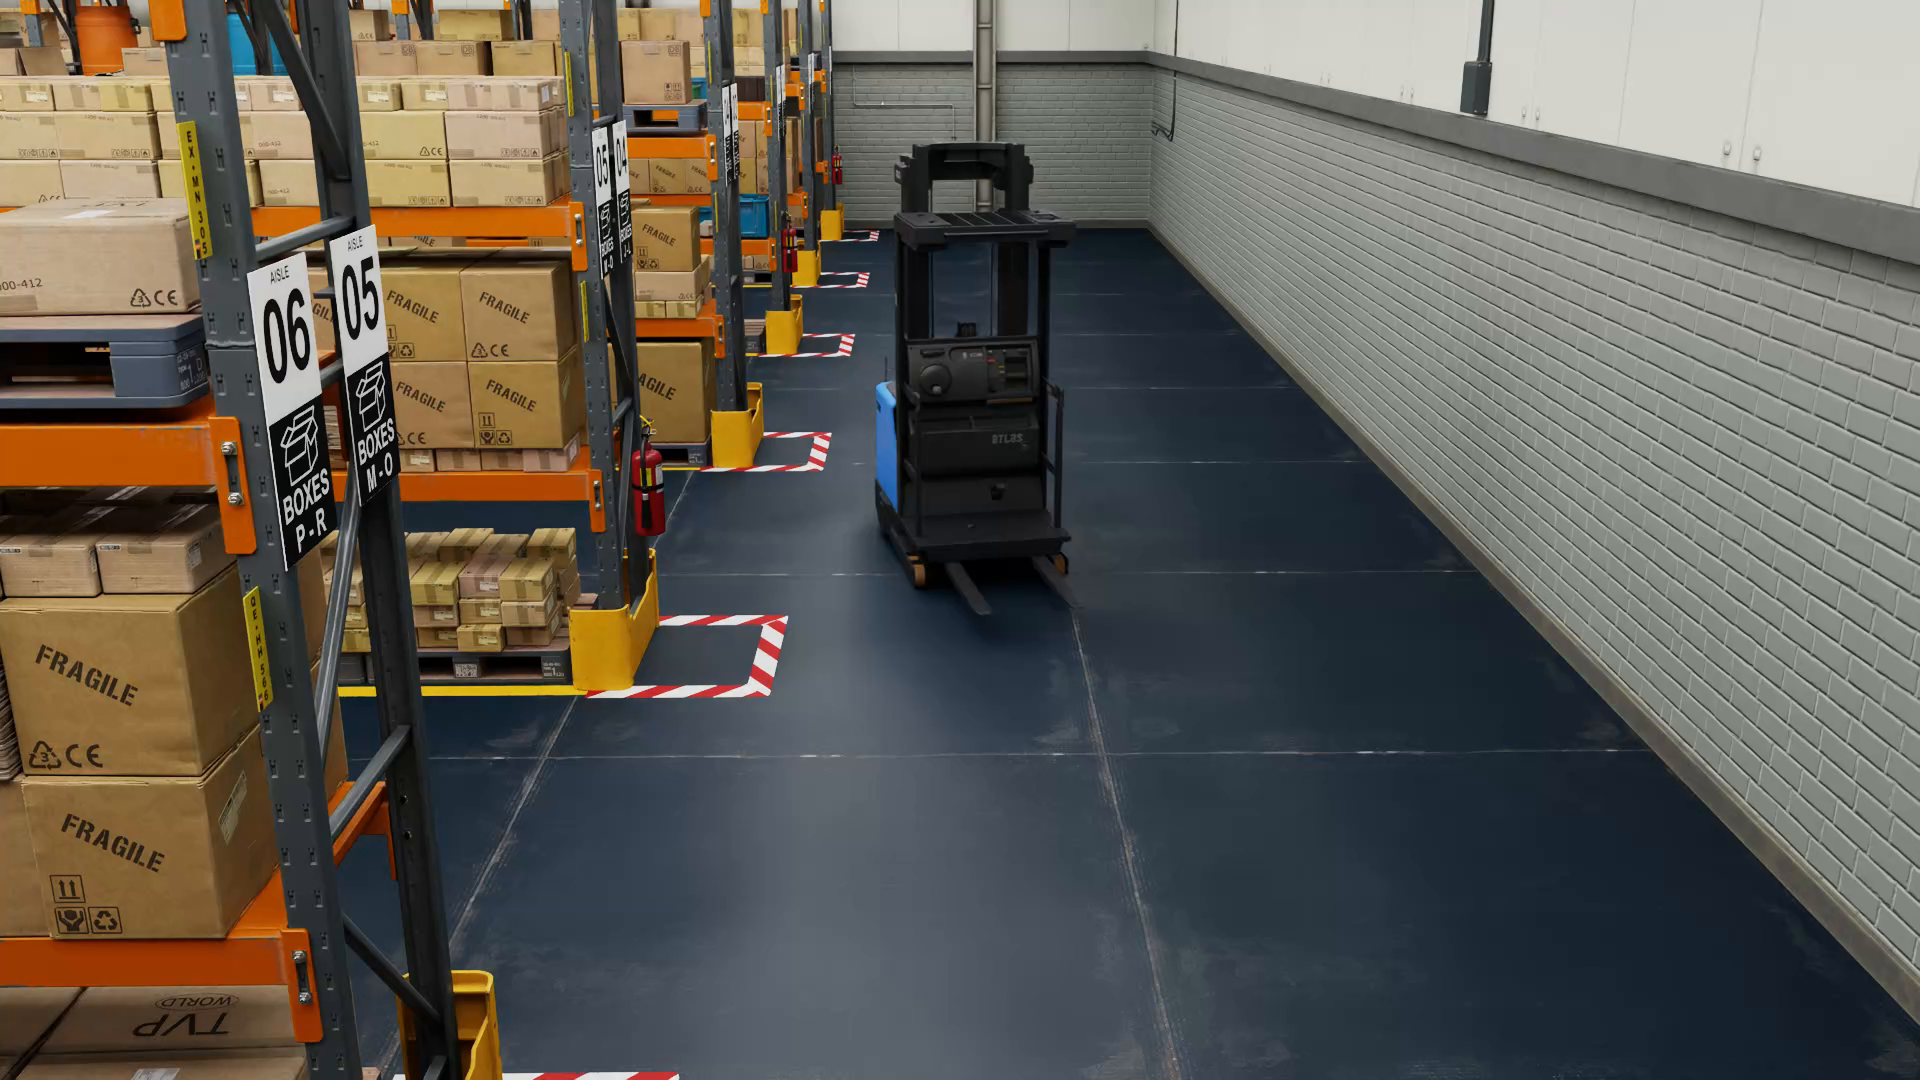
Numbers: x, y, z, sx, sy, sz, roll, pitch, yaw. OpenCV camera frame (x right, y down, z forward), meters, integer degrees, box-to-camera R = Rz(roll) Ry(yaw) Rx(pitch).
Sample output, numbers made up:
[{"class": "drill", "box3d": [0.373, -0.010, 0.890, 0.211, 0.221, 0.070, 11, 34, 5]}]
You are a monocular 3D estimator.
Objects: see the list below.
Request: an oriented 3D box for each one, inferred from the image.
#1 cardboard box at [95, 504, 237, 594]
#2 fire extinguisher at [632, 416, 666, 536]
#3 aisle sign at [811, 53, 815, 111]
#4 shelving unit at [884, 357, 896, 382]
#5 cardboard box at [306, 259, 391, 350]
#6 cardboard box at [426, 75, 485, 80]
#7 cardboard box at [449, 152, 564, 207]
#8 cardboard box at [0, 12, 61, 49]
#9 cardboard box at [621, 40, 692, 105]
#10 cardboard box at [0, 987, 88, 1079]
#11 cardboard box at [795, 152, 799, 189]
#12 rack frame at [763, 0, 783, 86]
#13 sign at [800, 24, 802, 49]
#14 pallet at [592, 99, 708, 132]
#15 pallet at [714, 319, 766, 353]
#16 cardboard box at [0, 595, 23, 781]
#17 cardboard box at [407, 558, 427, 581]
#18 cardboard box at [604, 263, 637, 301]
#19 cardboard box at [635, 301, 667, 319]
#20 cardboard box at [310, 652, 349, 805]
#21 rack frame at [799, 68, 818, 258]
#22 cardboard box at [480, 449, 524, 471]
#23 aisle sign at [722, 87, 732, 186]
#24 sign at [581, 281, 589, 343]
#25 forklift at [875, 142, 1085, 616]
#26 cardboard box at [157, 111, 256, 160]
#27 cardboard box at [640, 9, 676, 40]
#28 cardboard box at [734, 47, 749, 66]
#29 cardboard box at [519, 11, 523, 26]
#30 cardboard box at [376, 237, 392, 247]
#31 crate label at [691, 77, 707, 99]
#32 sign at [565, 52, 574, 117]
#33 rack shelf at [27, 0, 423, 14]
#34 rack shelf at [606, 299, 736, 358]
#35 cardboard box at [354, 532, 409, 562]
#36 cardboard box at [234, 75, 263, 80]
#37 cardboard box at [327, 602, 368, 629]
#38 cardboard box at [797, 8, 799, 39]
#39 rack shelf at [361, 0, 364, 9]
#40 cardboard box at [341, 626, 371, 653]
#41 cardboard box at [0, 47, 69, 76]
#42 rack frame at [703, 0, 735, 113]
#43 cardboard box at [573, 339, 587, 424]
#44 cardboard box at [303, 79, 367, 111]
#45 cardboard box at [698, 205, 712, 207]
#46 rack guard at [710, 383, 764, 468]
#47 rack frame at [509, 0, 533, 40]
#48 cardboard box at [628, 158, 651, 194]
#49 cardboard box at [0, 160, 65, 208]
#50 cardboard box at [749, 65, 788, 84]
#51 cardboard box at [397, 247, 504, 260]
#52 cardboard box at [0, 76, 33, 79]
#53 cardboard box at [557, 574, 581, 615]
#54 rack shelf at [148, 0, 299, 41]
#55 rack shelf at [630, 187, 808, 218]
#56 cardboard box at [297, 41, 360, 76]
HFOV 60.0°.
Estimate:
[{"class": "cardboard box", "box3d": [-2.223, 0.021, 4.709, 0.250, 0.149, 0.380, 0, 18, 0]}, {"class": "fire extinguisher", "box3d": [-1.787, -0.367, 9.517, 0.183, 0.674, 0.296, 0, 18, -1]}, {"class": "aisle sign", "box3d": [-2.113, -6.589, 23.922, 0.004, 0.787, 0.394, 0, 18, -1]}, {"class": "shelving unit", "box3d": [-0.455, -0.859, 13.250, 0.258, 1.200, 0.189, 15, 22, 39]}, {"class": "cardboard box", "box3d": [-3.527, -1.300, 9.402, 0.500, 0.500, 0.500, 1, 18, 2]}, {"class": "cardboard box", "box3d": [-2.902, -2.599, 9.601, 0.250, 0.149, 0.380, 0, 18, -1]}, {"class": "cardboard box", "box3d": [-2.497, -1.995, 9.189, 0.500, 0.250, 0.500, -1, 18, -2]}, {"class": "cardboard box", "box3d": [-12.989, -7.118, 23.247, 0.500, 0.500, 0.500, 1, 18, 4]}, {"class": "cardboard box", "box3d": [-2.543, -3.941, 13.995, 0.500, 0.500, 0.700, -1, 18, -4]}, {"class": "cardboard box", "box3d": [-3.441, 1.851, 5.372, 0.875, 0.438, 0.875, 0, 18, 1]}, {"class": "cardboard box", "box3d": [-2.624, -5.388, 24.268, 0.500, 0.500, 0.500, 0, 18, 0]}, {"class": "rack frame", "box3d": [-2.102, -6.605, 18.406, 0.127, 3.000, 1.000, 0, 18, -1]}, {"class": "sign", "box3d": [-2.188, -6.942, 22.917, 0.005, 0.325, 0.100, 0, 18, -1]}, {"class": "pallet", "box3d": [-2.765, -3.615, 14.141, 1.213, 0.211, 1.003, 0, 18, -1]}, {"class": "pallet", "box3d": [-2.927, -2.429, 19.773, 1.213, 0.211, 1.003, 0, 18, -1]}, {"class": "cardboard box", "box3d": [-2.868, 0.354, 4.734, 0.500, 0.500, 0.500, 0, 18, -1]}, {"class": "cardboard box", "box3d": [-3.341, 0.239, 9.897, 0.250, 0.149, 0.380, -1, 18, -3]}, {"class": "cardboard box", "box3d": [-3.011, -2.221, 14.318, 0.500, 0.250, 0.500, -1, 18, -2]}, {"class": "cardboard box", "box3d": [-2.635, -2.012, 14.321, 0.250, 0.149, 0.380, 0, 18, 0]}, {"class": "cardboard box", "box3d": [-2.352, 0.658, 5.423, 0.500, 0.500, 0.500, 0, 18, -1]}, {"class": "rack frame", "box3d": [-2.176, -5.262, 24.039, 0.127, 3.000, 1.000, 0, 18, -1]}, {"class": "cardboard box", "box3d": [-2.617, -0.523, 9.680, 0.250, 0.149, 0.380, 0, 18, -1]}, {"class": "aisle sign", "box3d": [-1.947, -3.383, 13.926, 0.004, 0.787, 0.394, 0, 18, -1]}, {"class": "sign", "box3d": [-2.058, -1.253, 9.130, 0.005, 0.325, 0.100, 0, 18, -1]}, {"class": "forklift", "box3d": [0.142, -1.190, 11.459, 1.130, 2.935, 3.031, -4, 18, -11]}, {"class": "cardboard box", "box3d": [-4.031, -2.232, 9.112, 0.500, 0.250, 0.500, -1, 18, -3]}, {"class": "cardboard box", "box3d": [-4.191, -7.221, 23.435, 0.500, 0.500, 0.700, 0, 18, -1]}, {"class": "cardboard box", "box3d": [-3.186, -6.774, 23.269, 0.500, 0.250, 0.500, 0, 18, -1]}, {"class": "cardboard box", "box3d": [-7.140, -8.834, 28.152, 0.500, 0.250, 0.500, 1, 18, 3]}, {"class": "cardboard box", "box3d": [-5.048, -2.568, 14.174, 0.500, 0.500, 0.500, 0, 18, -1]}, {"class": "crate label", "box3d": [-3.030, -5.200, 19.181, 0.502, 0.251, 0.408, 0, 18, -1]}, {"class": "sign", "box3d": [-2.058, -2.401, 8.761, 0.005, 0.325, 0.100, 0, 18, -1]}, {"class": "rack shelf", "box3d": [-8.101, -6.043, 18.487, 4.000, 0.370, 1.077, 0, 18, -1]}, {"class": "rack shelf", "box3d": [-4.024, -1.884, 14.687, 4.000, 0.370, 1.077, 0, 18, -1]}, {"class": "cardboard box", "box3d": [-3.628, 0.077, 10.401, 0.250, 0.149, 0.380, 0, 18, 1]}, {"class": "cardboard box", "box3d": [-4.192, -2.593, 9.583, 0.250, 0.149, 0.380, -1, 18, -2]}, {"class": "cardboard box", "box3d": [-3.607, 0.394, 9.900, 0.250, 0.149, 0.380, 0, 18, 0]}, {"class": "cardboard box", "box3d": [-2.992, -8.806, 28.345, 0.500, 0.500, 0.500, -1, 18, -3]}, {"class": "rack shelf", "box3d": [-8.258, -9.069, 27.920, 4.000, 0.370, 1.077, 0, 18, -1]}, {"class": "cardboard box", "box3d": [-3.591, 0.536, 9.946, 0.250, 0.149, 0.380, -1, 18, -3]}, {"class": "cardboard box", "box3d": [-7.981, -3.891, 14.000, 0.637, 0.503, 0.797, -1, 18, -2]}, {"class": "rack frame", "box3d": [-2.024, -5.093, 13.691, 0.127, 3.000, 1.000, 0, 18, -1]}, {"class": "cardboard box", "box3d": [-2.500, -0.992, 10.079, 0.500, 0.500, 0.500, 1, 18, 2]}, {"class": "cardboard box", "box3d": [-3.396, -2.424, 9.058, 0.250, 0.149, 0.380, -1, 18, -2]}, {"class": "cardboard box", "box3d": [-4.493, -5.740, 28.936, 0.500, 0.500, 0.700, 0, 18, 0]}, {"class": "rack guard", "box3d": [-2.000, -1.046, 14.989, 0.348, 0.500, 1.175, 0, 18, -1]}, {"class": "rack frame", "box3d": [-6.176, -8.099, 23.062, 0.127, 3.000, 1.000, 0, 18, -1]}, {"class": "cardboard box", "box3d": [-4.650, -5.214, 23.728, 0.500, 0.500, 0.500, 0, 18, -1]}, {"class": "cardboard box", "box3d": [-5.078, -1.985, 9.160, 0.500, 0.250, 0.500, -1, 18, -2]}, {"class": "cardboard box", "box3d": [-2.686, -6.535, 23.345, 0.500, 0.250, 0.500, 0, 18, -1]}, {"class": "cardboard box", "box3d": [-3.004, -1.461, 9.902, 0.500, 0.500, 0.500, 0, 18, 1]}, {"class": "cardboard box", "box3d": [-5.473, -2.575, 9.529, 0.250, 0.149, 0.380, 0, 18, 1]}, {"class": "cardboard box", "box3d": [-2.575, 0.342, 10.552, 0.250, 0.149, 0.380, 0, 18, 0]}, {"class": "rack shelf", "box3d": [-3.867, -1.523, 4.397, 4.000, 0.370, 1.077, 0, 18, -1]}, {"class": "rack shelf", "box3d": [-4.176, -4.909, 24.119, 4.000, 0.370, 1.077, 0, 18, -1]}, {"class": "cardboard box", "box3d": [-5.242, -3.962, 14.063, 0.500, 0.500, 0.700, -1, 18, -4]}]
